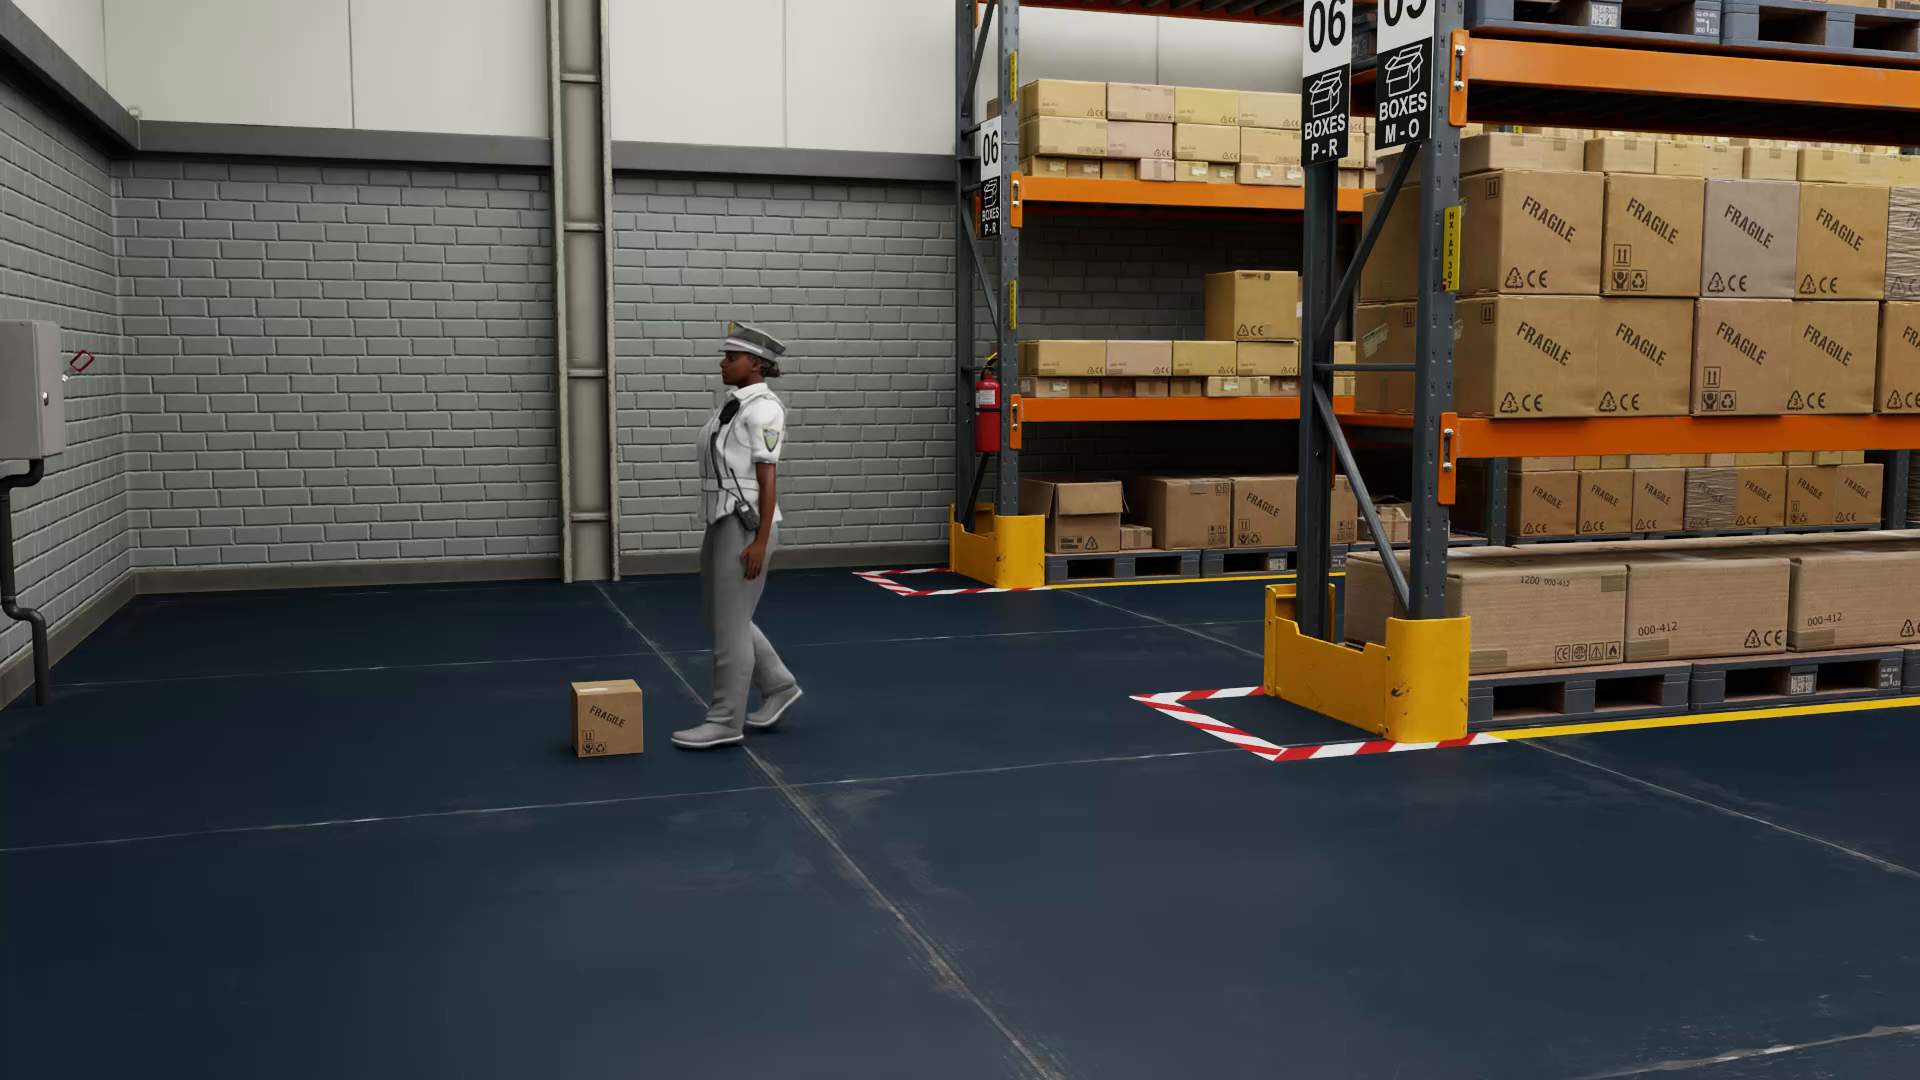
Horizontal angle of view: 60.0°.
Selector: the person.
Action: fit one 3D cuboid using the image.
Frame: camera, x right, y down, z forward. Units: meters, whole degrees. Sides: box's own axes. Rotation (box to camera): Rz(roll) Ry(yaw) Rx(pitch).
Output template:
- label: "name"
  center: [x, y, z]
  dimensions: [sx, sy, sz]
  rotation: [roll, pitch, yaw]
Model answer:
- label: "person"
  center: [-0.893, -0.037, 6.700]
  dimensions: [0.623, 1.685, 0.465]
  rotation: [-3, 6, -25]
